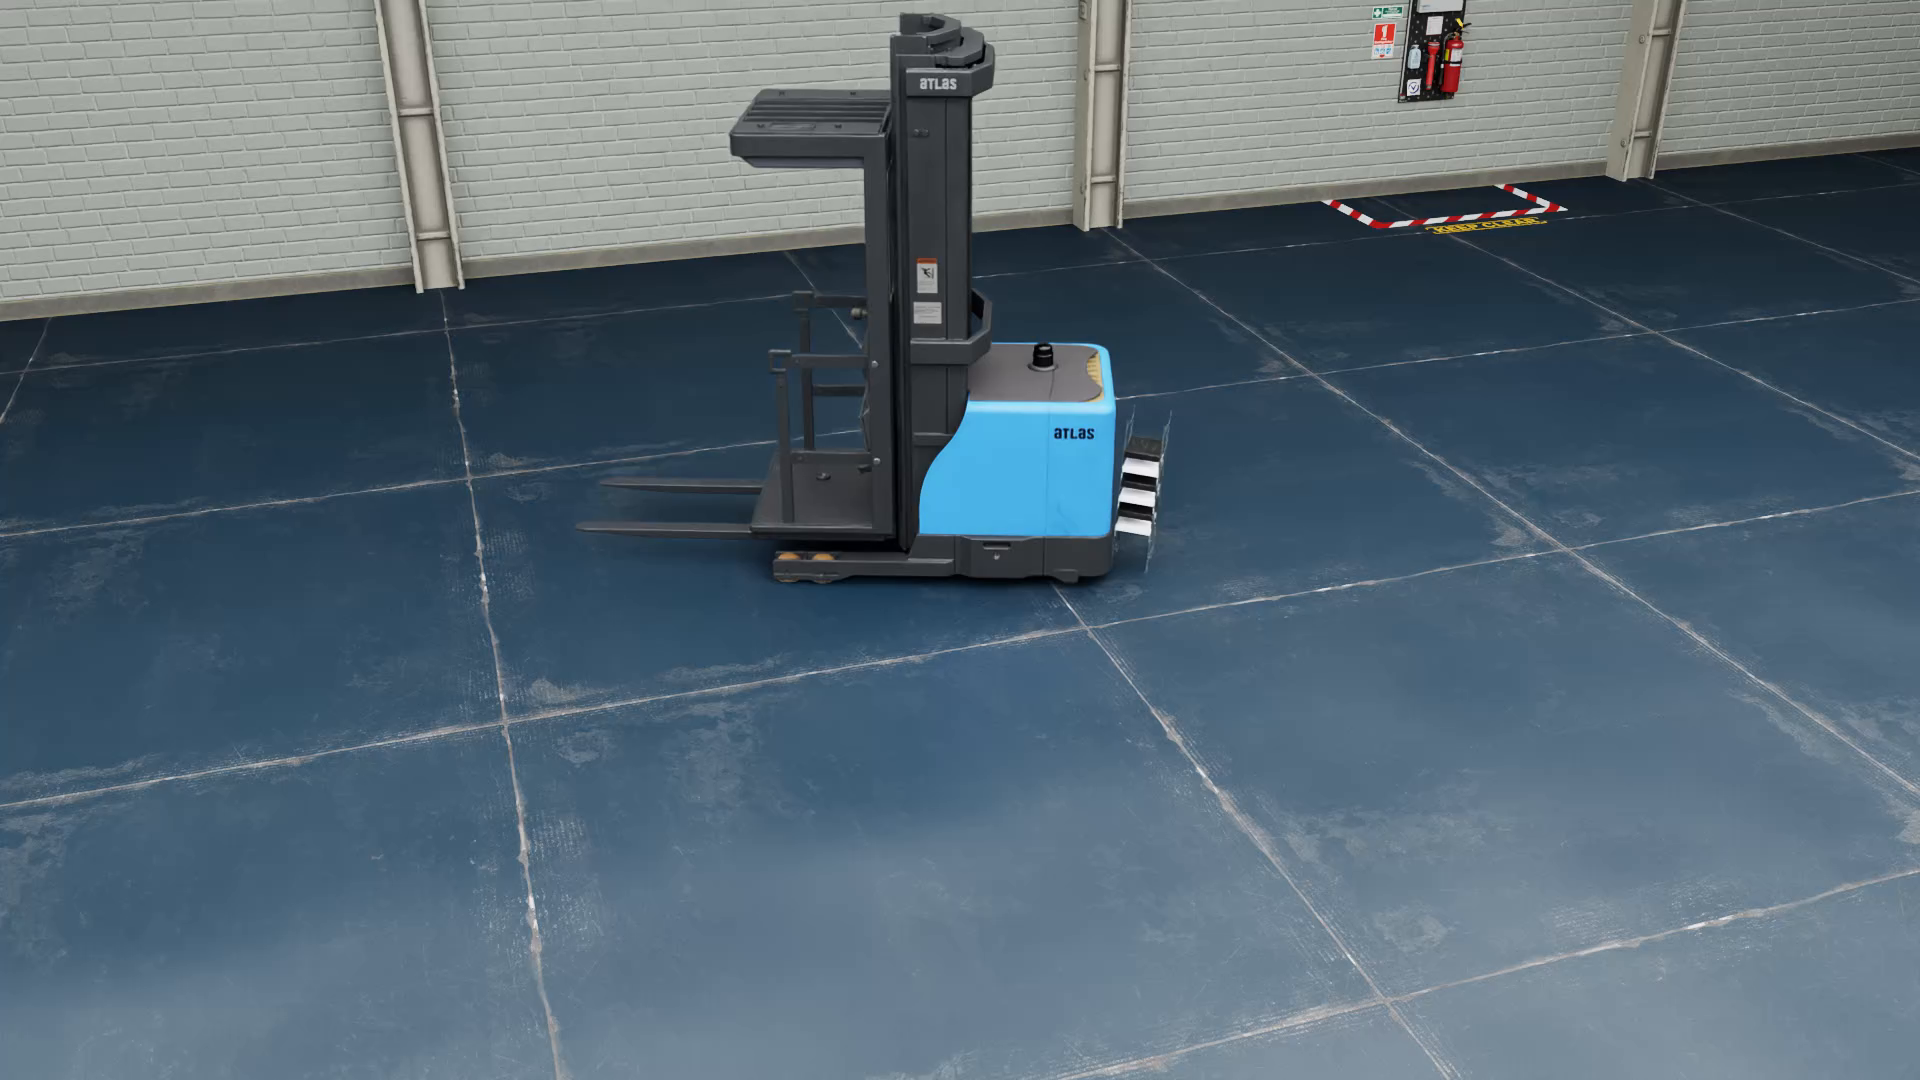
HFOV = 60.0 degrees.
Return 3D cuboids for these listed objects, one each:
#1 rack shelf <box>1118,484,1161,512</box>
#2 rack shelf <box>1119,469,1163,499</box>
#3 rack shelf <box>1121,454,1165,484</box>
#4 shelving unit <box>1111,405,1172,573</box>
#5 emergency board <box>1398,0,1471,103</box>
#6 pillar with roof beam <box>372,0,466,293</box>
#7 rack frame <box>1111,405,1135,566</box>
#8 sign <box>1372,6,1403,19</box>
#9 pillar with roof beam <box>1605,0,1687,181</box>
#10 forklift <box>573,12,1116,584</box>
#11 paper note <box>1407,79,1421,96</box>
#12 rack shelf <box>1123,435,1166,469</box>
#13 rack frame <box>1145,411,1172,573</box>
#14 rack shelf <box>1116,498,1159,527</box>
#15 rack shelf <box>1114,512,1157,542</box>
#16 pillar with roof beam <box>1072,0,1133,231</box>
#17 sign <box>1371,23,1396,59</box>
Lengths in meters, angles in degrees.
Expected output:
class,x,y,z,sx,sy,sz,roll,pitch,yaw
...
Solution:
class,x,y,z,sx,sy,sz,roll,pitch,yaw
rack shelf,1.006,-0.251,9.304,0.200,0.077,0.258,10,28,12
rack shelf,1.011,-0.330,9.263,0.200,0.077,0.258,10,28,12
rack shelf,1.017,-0.410,9.222,0.200,0.077,0.258,10,28,12
shelving unit,1.008,-0.280,9.289,0.210,0.900,0.258,10,28,12
emergency board,4.643,-4.830,16.106,0.643,1.169,0.194,-8,28,-16
pillar with roof beam,-3.073,-4.369,8.430,0.400,9.000,9.100,-8,28,-16
rack frame,0.910,-0.297,9.309,0.006,0.900,0.240,10,28,12
sign,4.092,-5.048,15.908,0.331,0.109,0.001,-8,28,-16
pillar with roof beam,8.338,-6.021,11.758,0.400,9.000,9.100,-8,28,-16
forklift,-0.658,-1.302,9.077,3.031,2.935,1.130,1,26,2
paper note,4.453,-4.440,16.311,0.142,0.148,0.016,-8,28,-16
rack shelf,1.022,-0.490,9.180,0.200,0.077,0.258,10,28,12
rack frame,1.106,-0.263,9.268,0.006,0.900,0.240,10,28,12
rack shelf,1.000,-0.171,9.345,0.200,0.077,0.258,10,28,12
rack shelf,0.995,-0.091,9.386,0.200,0.077,0.258,10,28,12
pillar with roof beam,2.632,-5.195,10.094,0.400,9.000,9.100,-8,28,-16
sign,4.085,-4.813,16.032,0.234,0.329,0.001,-8,28,-16
